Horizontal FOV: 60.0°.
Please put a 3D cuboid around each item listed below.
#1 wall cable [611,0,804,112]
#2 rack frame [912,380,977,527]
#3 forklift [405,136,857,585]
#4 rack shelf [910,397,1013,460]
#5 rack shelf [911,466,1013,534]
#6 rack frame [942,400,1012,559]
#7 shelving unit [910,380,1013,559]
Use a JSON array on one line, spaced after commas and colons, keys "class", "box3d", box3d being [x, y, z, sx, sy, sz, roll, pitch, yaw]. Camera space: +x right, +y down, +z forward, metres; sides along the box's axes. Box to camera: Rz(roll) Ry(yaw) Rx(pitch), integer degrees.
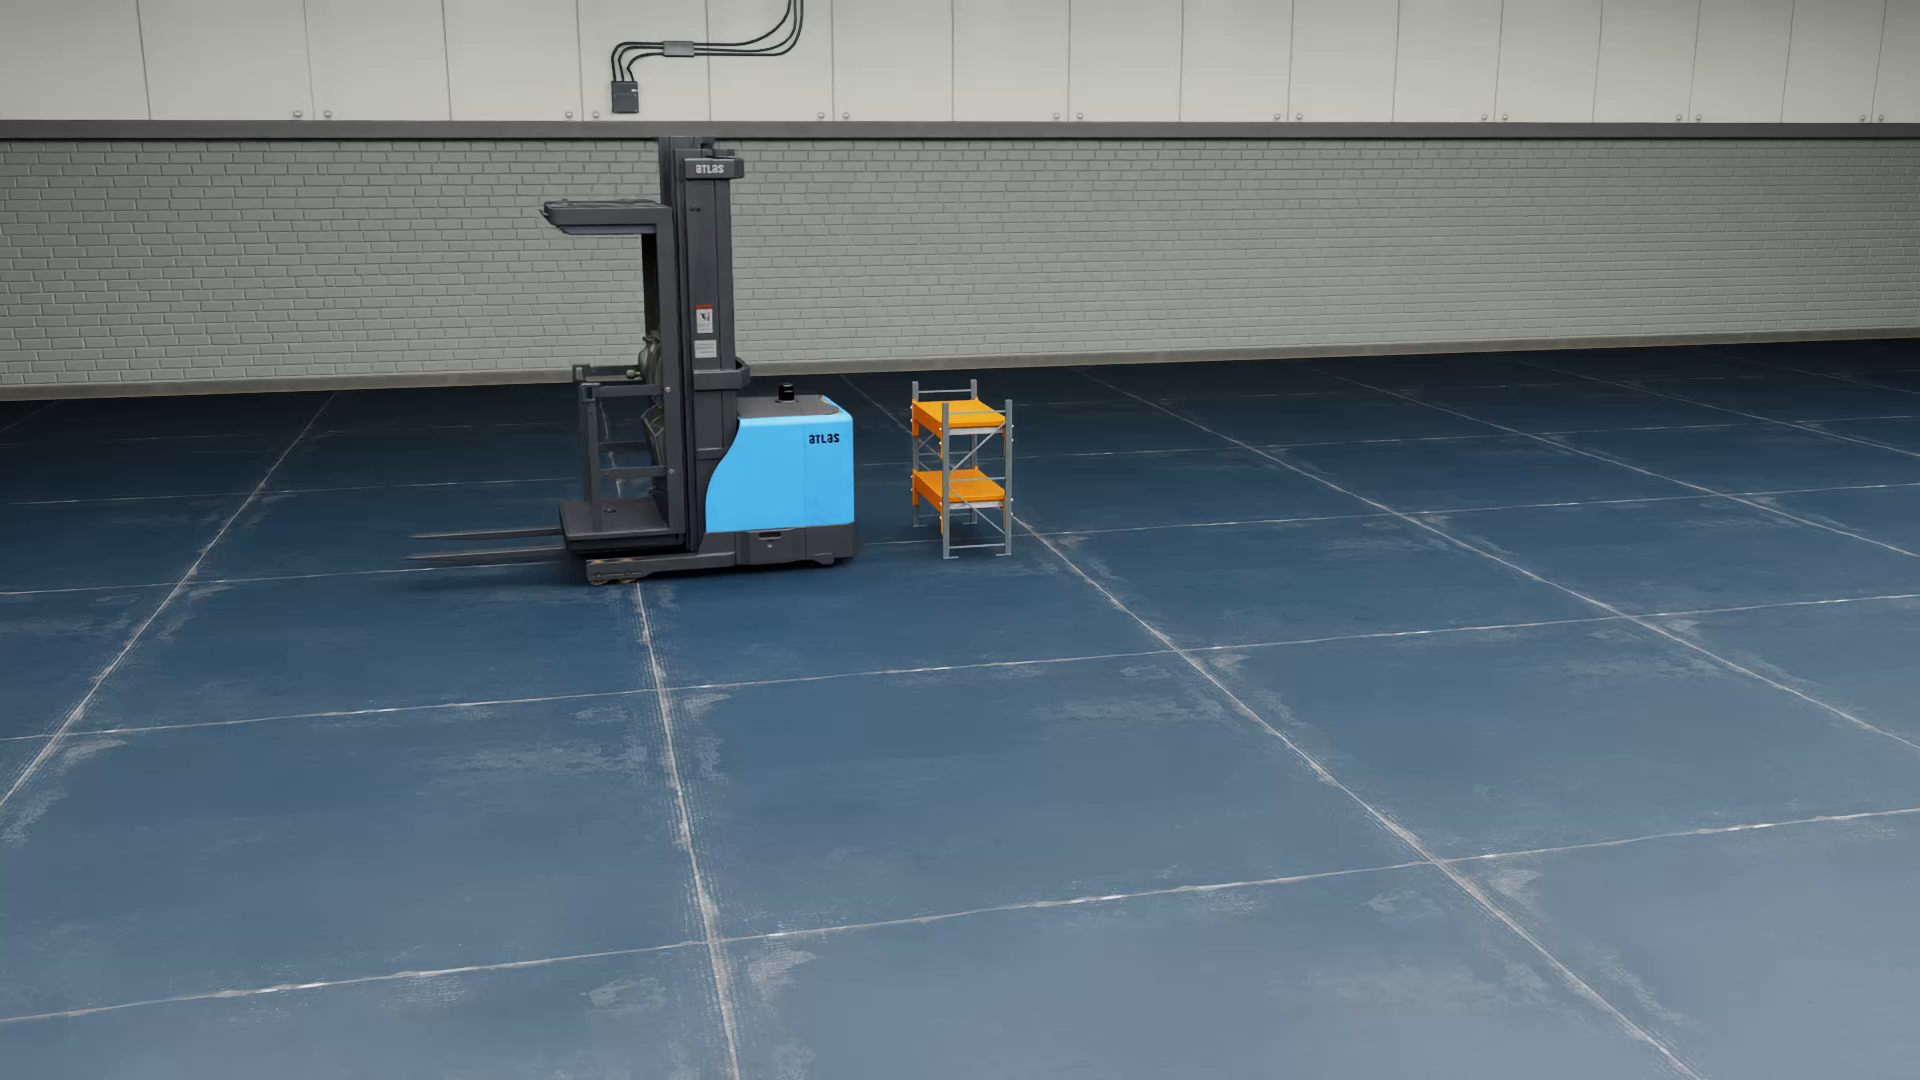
[{"class": "wall cable", "box3d": [-2.987, -8.042, 19.216, 2.305, 6.003, 0.169, -3, 14, -13]}, {"class": "rack frame", "box3d": [-0.118, -0.662, 12.767, 0.500, 1.125, 0.032, -3, 14, -13]}, {"class": "forklift", "box3d": [-2.304, -1.260, 11.408, 3.031, 2.935, 1.130, -4, 14, -15]}, {"class": "rack shelf", "box3d": [0.002, -0.829, 12.218, 0.538, 0.278, 1.000, -3, 14, -13]}, {"class": "rack shelf", "box3d": [0.002, -0.307, 12.345, 0.538, 0.278, 1.000, -3, 14, -13]}, {"class": "rack frame", "box3d": [0.121, -0.428, 11.807, 0.500, 1.125, 0.032, -3, 14, -13]}, {"class": "shelving unit", "box3d": [0.002, -0.545, 12.287, 0.538, 1.125, 1.048, -3, 14, -13]}]
